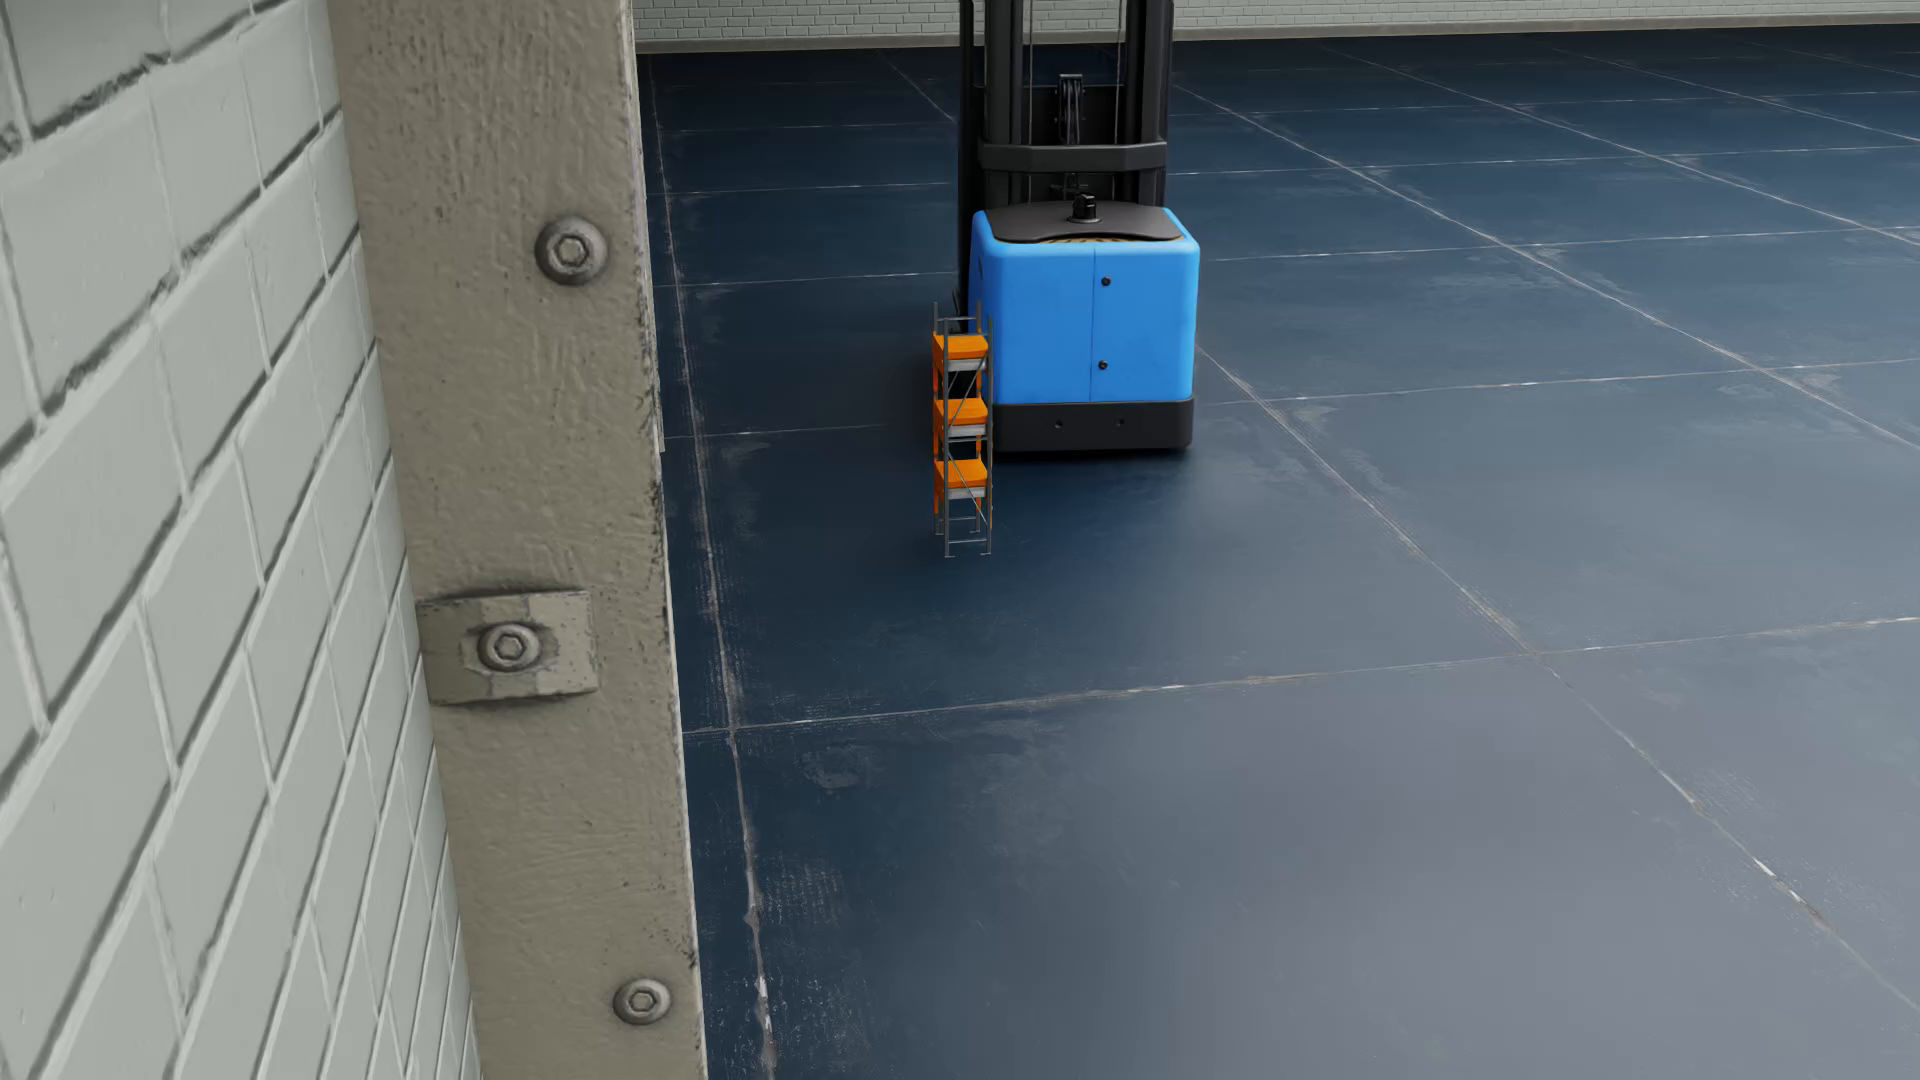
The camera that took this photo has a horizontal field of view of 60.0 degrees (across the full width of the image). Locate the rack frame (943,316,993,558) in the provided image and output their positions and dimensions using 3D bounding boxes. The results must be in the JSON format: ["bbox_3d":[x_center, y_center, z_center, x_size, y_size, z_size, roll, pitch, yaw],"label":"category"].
[{"bbox_3d":[0.032,-0.412,6.882,0.200,1.050,0.008,-4,24,-10],"label":"rack frame"}]

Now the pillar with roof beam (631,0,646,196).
[{"bbox_3d":[1.467,-7.307,12.738,9.100,9.000,0.400,-4,24,-10],"label":"pillar with roof beam"}]

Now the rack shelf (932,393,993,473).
[{"bbox_3d":[0.010,-0.450,6.996,0.215,0.259,0.240,-4,24,-10],"label":"rack shelf"}]

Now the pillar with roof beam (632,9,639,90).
[{"bbox_3d":[0.357,-9.667,18.141,9.100,9.000,0.400,-4,24,-10],"label":"pillar with roof beam"}]

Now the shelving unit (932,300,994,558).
[{"bbox_3d":[0.010,-0.460,6.992,0.215,1.050,0.252,-4,24,-10],"label":"shelving unit"}]

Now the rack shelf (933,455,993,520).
[{"bbox_3d":[0.010,-0.196,7.107,0.215,0.259,0.240,-4,24,-10],"label":"rack shelf"}]

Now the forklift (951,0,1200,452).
[{"bbox_3d":[0.526,-2.318,8.896,1.130,2.935,3.031,-1,24,-3],"label":"forklift"}]

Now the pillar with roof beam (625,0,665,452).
[{"bbox_3d":[2.576,-4.947,7.334,9.100,9.000,0.400,-4,24,-10],"label":"pillar with roof beam"}]

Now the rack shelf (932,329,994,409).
[{"bbox_3d":[0.010,-0.710,6.882,0.215,0.259,0.240,-4,24,-10],"label":"rack shelf"}]

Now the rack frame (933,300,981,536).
[{"bbox_3d":[-0.013,-0.508,7.102,0.200,1.050,0.008,-4,24,-10],"label":"rack frame"}]
